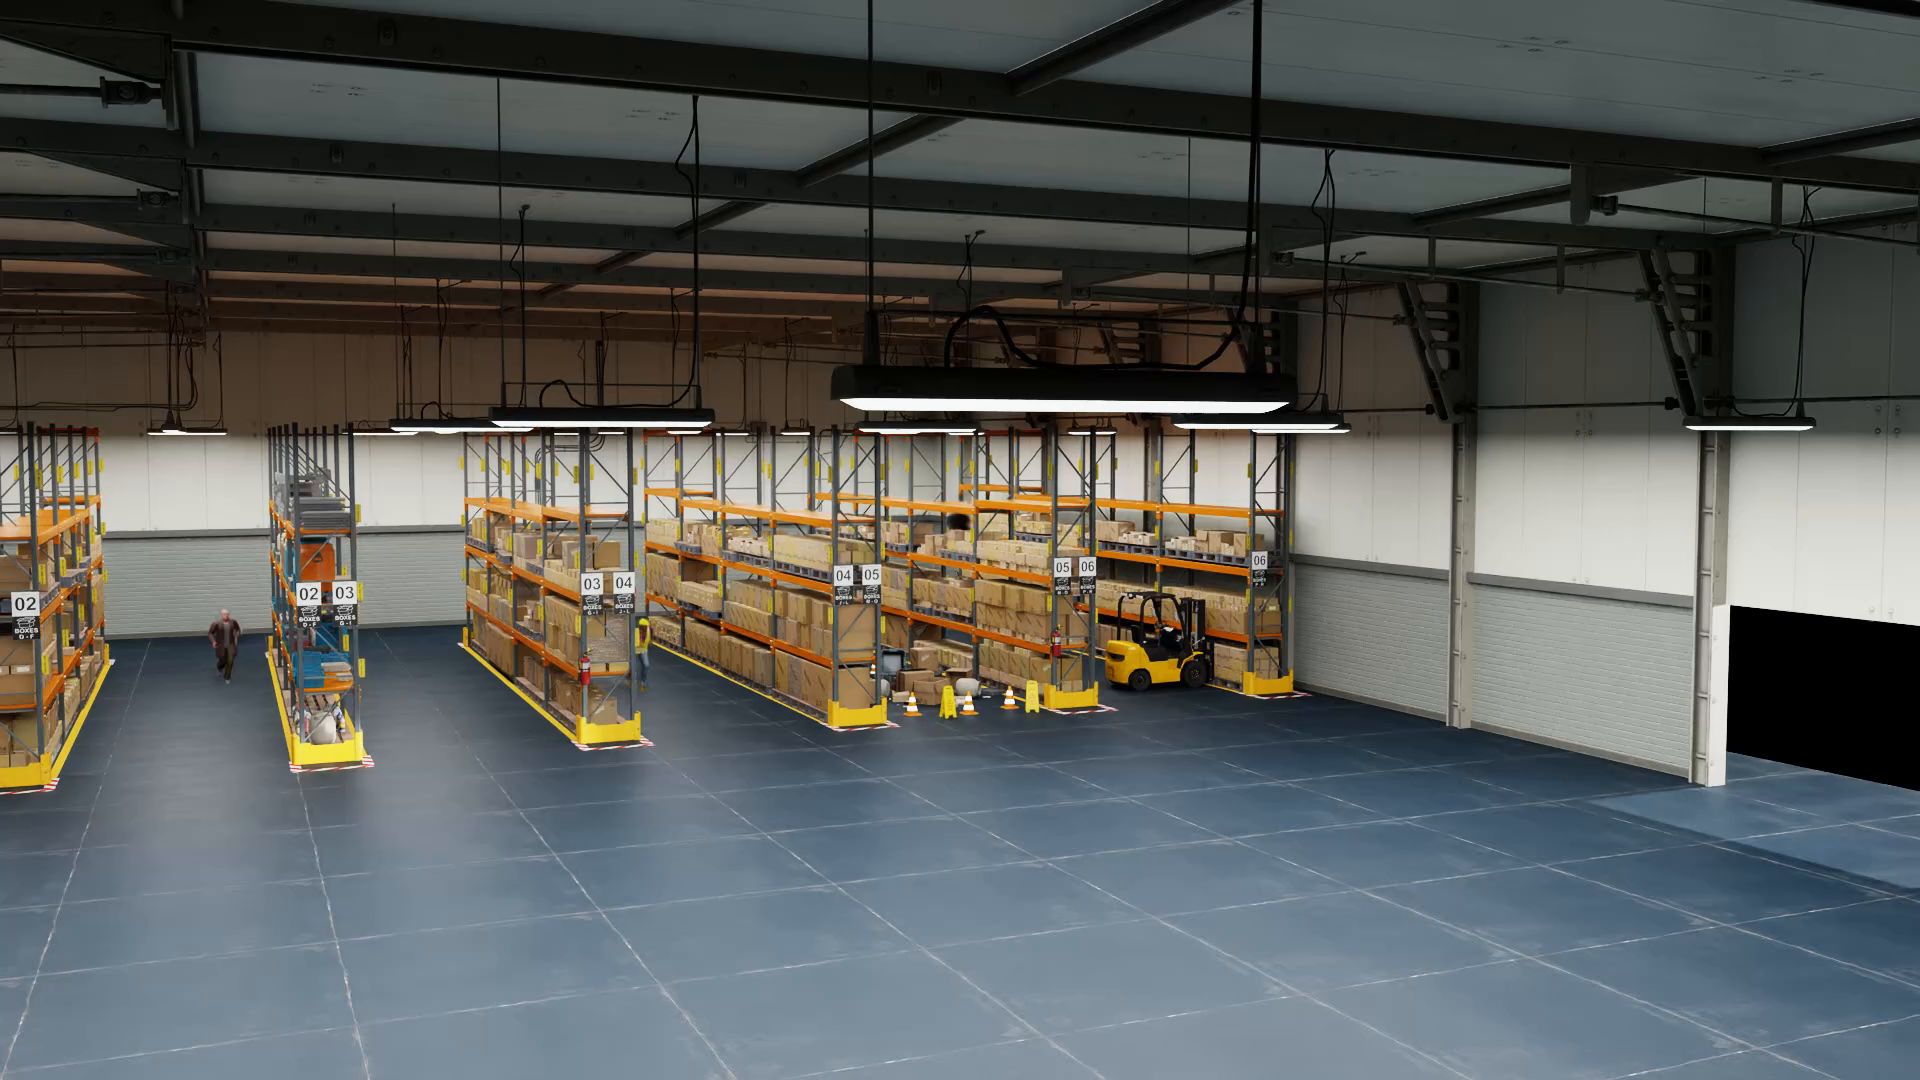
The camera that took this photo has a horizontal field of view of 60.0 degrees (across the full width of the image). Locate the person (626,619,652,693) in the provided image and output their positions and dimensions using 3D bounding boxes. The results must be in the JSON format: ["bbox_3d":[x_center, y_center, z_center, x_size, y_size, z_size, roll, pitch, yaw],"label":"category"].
[{"bbox_3d":[-7.308,2.608,37.732,0.731,1.717,1.022,-2,4,-35],"label":"person"}]

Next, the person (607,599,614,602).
[{"bbox_3d":[-9.962,1.968,47.943,0.711,1.672,0.551,0,3,3],"label":"person"}]

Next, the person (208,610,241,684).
[{"bbox_3d":[-17.254,2.492,39.029,0.723,1.734,0.721,-2,4,-35],"label":"person"}]
